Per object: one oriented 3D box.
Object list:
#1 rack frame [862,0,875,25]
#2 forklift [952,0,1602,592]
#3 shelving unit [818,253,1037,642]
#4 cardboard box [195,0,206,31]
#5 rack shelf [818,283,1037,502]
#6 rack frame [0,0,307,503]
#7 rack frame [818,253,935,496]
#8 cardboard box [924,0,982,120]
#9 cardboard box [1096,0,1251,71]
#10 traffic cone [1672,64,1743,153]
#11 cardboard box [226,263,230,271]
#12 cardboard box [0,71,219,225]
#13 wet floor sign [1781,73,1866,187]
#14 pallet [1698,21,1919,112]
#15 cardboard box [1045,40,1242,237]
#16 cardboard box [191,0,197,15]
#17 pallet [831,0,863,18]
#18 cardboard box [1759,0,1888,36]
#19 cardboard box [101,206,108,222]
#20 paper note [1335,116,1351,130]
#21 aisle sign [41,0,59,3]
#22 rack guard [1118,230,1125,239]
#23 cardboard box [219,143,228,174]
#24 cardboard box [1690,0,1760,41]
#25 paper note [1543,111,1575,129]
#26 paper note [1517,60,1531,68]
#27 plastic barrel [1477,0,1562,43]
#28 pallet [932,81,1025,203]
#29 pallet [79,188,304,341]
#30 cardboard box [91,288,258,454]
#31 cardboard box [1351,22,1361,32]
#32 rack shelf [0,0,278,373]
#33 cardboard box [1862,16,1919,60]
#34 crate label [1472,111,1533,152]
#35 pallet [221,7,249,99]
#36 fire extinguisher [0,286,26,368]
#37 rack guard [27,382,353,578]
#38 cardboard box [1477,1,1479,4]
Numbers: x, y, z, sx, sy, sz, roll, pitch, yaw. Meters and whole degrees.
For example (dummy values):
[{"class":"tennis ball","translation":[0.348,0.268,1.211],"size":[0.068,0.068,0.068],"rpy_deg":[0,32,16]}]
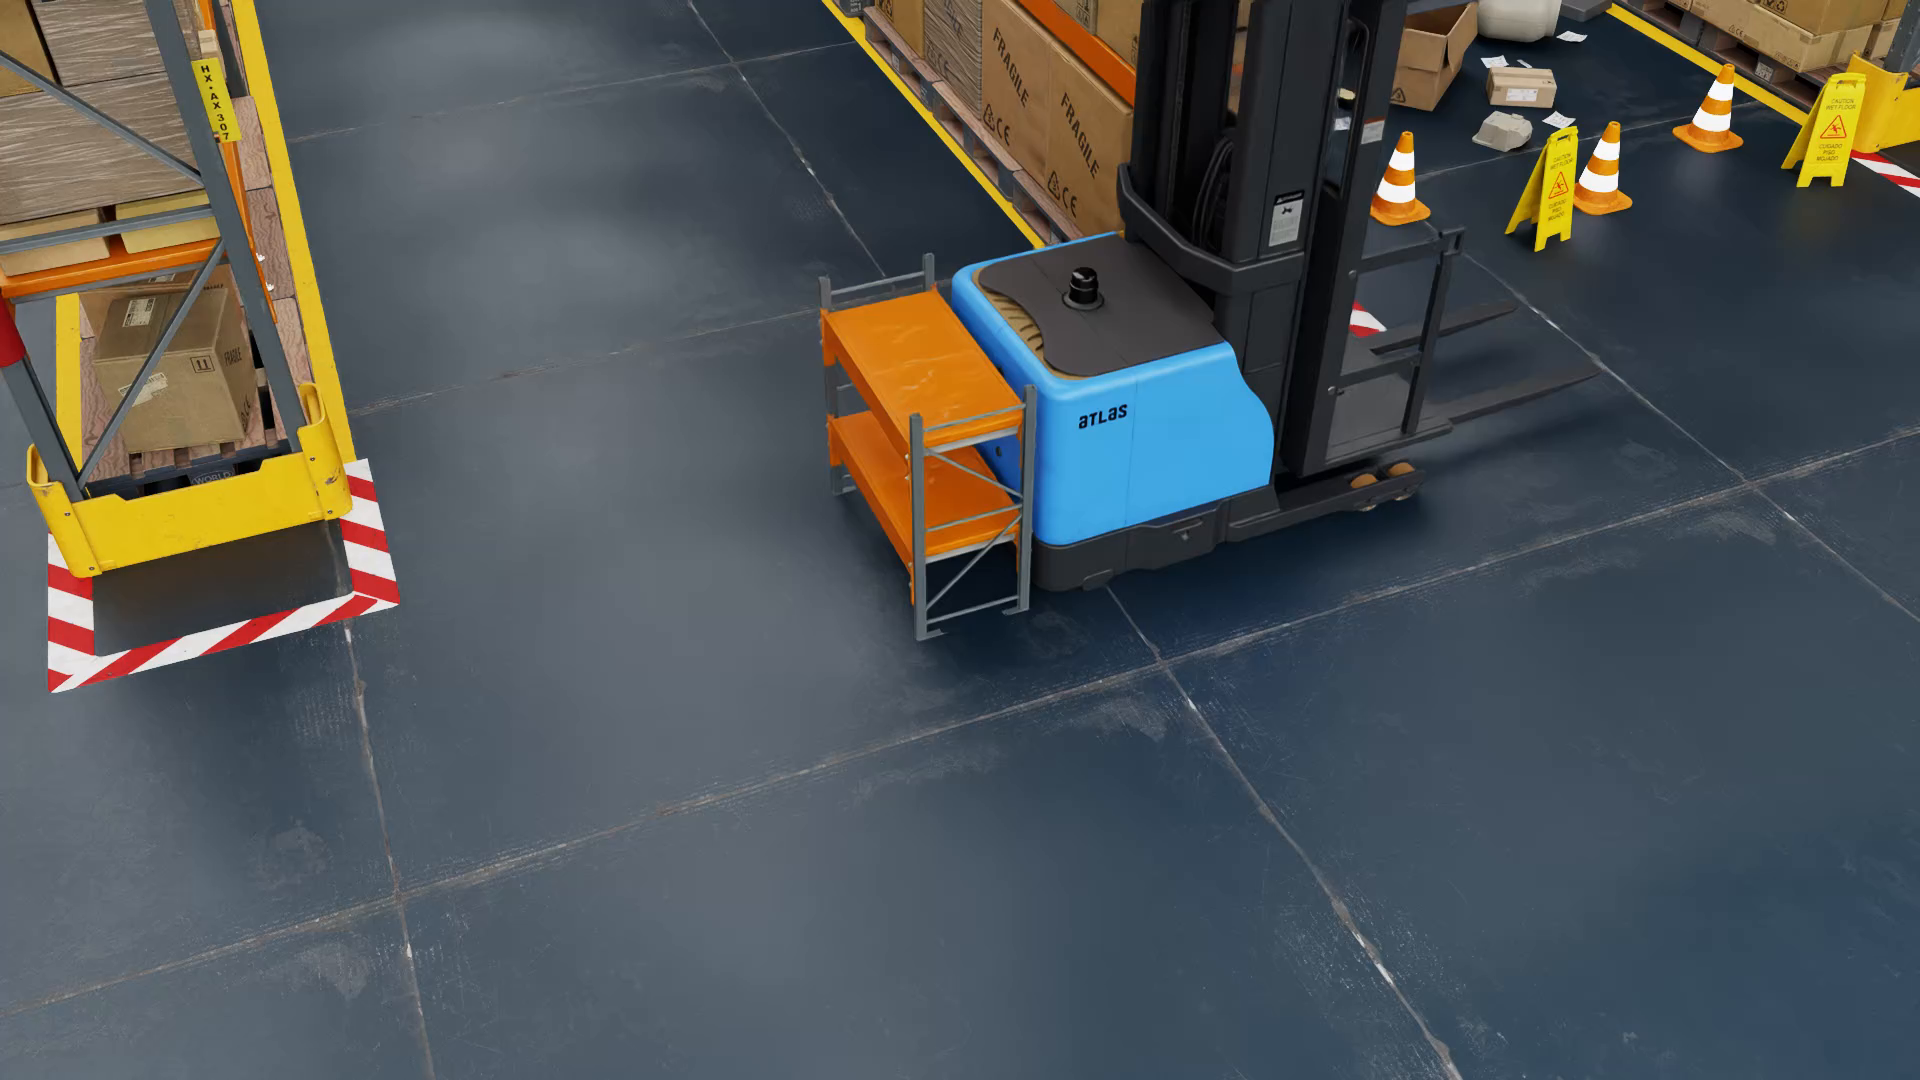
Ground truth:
[{"class":"rack frame","translation":[-0.176,-4.753,10.477],"size":[1.000,3.000,0.127],"rpy_deg":[-15,43,-17]},{"class":"forklift","translation":[1.513,-1.537,6.789],"size":[3.031,2.935,1.130],"rpy_deg":[-16,43,-18]},{"class":"shelving unit","translation":[-0.146,-0.390,6.840],"size":[0.538,1.125,1.048],"rpy_deg":[-15,43,-17]},{"class":"cardboard box","translation":[-3.883,-2.518,8.070],"size":[0.380,0.149,0.250],"rpy_deg":[-15,43,-17]},{"class":"rack shelf","translation":[-0.146,-0.612,6.650],"size":[0.538,0.278,1.000],"rpy_deg":[-15,43,-17]},{"class":"rack frame","translation":[-3.267,-1.167,6.306],"size":[1.000,3.000,0.127],"rpy_deg":[-15,43,-17]},{"class":"rack frame","translation":[-0.342,-0.695,7.196],"size":[0.500,1.125,0.032],"rpy_deg":[-15,43,-17]},{"class":"cardboard box","translation":[0.348,-3.168,9.941],"size":[0.875,0.875,0.875],"rpy_deg":[-15,43,-17]},{"class":"cardboard box","translation":[1.171,-2.612,7.872],"size":[0.875,0.550,0.550],"rpy_deg":[-15,43,-17]},{"class":"traffic cone","translation":[4.533,-2.615,9.935],"size":[0.336,0.463,0.334],"rpy_deg":[-15,43,-17]},{"class":"cardboard box","translation":[-3.973,-1.492,8.280],"size":[0.500,0.500,0.500],"rpy_deg":[-11,42,-13]},{"class":"cardboard box","translation":[-3.452,-1.656,6.570],"size":[0.875,0.500,0.500],"rpy_deg":[-15,43,-17]},{"class":"wet floor sign","translation":[4.973,-2.365,9.505],"size":[0.267,0.644,0.232],"rpy_deg":[-2,41,-2]},{"class":"pallet","translation":[5.582,-3.126,10.723],"size":[1.003,0.211,1.213],"rpy_deg":[-15,43,-17]},{"class":"cardboard box","translation":[1.034,-2.089,8.686],"size":[0.875,0.875,0.875],"rpy_deg":[-15,43,-17]},{"class":"cardboard box","translation":[-3.410,-2.399,6.667],"size":[0.500,0.500,0.500],"rpy_deg":[-15,43,-17]},{"class":"pallet","translation":[-0.541,-4.142,11.904],"size":[1.003,0.211,1.213],"rpy_deg":[-15,43,-17]},{"class":"cardboard box","translation":[5.342,-3.458,10.182],"size":[0.500,0.500,0.500],"rpy_deg":[-15,43,-17]},{"class":"cardboard box","translation":[-3.662,-1.343,6.703],"size":[0.380,0.149,0.250],"rpy_deg":[-15,43,-17]},{"class":"paper note","translation":[2.339,-2.560,10.205],"size":[0.144,0.017,0.142],"rpy_deg":[-2,41,-2]},{"class":"aisle sign","translation":[-2.966,-2.190,5.502],"size":[0.394,0.787,0.004],"rpy_deg":[-15,43,-17]},{"class":"rack guard","translation":[1.364,-1.381,8.473],"size":[1.175,0.500,0.348],"rpy_deg":[-15,43,-17]},{"class":"cardboard box","translation":[-3.315,-1.613,7.017],"size":[0.380,0.149,0.250],"rpy_deg":[-15,43,-17]},{"class":"cardboard box","translation":[5.140,-3.490,10.794],"size":[0.500,0.250,0.500],"rpy_deg":[-15,43,-17]},{"class":"paper note","translation":[3.688,-2.586,10.234],"size":[0.148,0.019,0.142],"rpy_deg":[-31,49,-31]},{"class":"paper note","translation":[3.686,-3.111,10.860],"size":[0.032,0.001,0.123],"rpy_deg":[-15,43,-17]},{"class":"plastic barrel","translation":[3.700,-3.529,11.029],"size":[0.512,0.421,0.421],"rpy_deg":[12,42,13]},{"class":"pallet","translation":[0.513,-2.482,9.974],"size":[1.003,0.211,1.213],"rpy_deg":[-15,43,-17]},{"class":"pallet","translation":[-4.037,-1.387,8.701],"size":[1.003,0.211,1.213],"rpy_deg":[-15,43,-17]},{"class":"cardboard box","translation":[-3.490,-0.759,7.427],"size":[0.500,0.500,0.500],"rpy_deg":[-8,41,-9]},{"class":"cardboard box","translation":[2.513,-3.732,11.100],"size":[0.797,0.637,0.503],"rpy_deg":[-15,43,-17]},{"class":"rack shelf","translation":[-4.032,-2.099,7.942],"size":[1.077,0.370,4.000],"rpy_deg":[-15,43,-17]},{"class":"cardboard box","translation":[5.836,-3.311,10.586],"size":[0.500,0.250,0.500],"rpy_deg":[-15,43,-17]},{"class":"crate label","translation":[3.279,-2.467,10.014],"size":[0.298,0.136,0.250],"rpy_deg":[27,47,27]},{"class":"pallet","translation":[-5.097,-2.988,10.563],"size":[1.003,0.211,1.213],"rpy_deg":[-15,43,-17]},{"class":"fire extinguisher","translation":[-3.649,-0.954,6.118],"size":[0.296,0.674,0.183],"rpy_deg":[-15,43,-17]},{"class":"rack guard","translation":[-3.296,-0.265,7.175],"size":[1.175,0.500,0.348],"rpy_deg":[-15,43,-17]},{"class":"cardboard box","translation":[3.511,-4.117,11.652],"size":[0.500,0.500,0.500],"rpy_deg":[12,42,13]}]
